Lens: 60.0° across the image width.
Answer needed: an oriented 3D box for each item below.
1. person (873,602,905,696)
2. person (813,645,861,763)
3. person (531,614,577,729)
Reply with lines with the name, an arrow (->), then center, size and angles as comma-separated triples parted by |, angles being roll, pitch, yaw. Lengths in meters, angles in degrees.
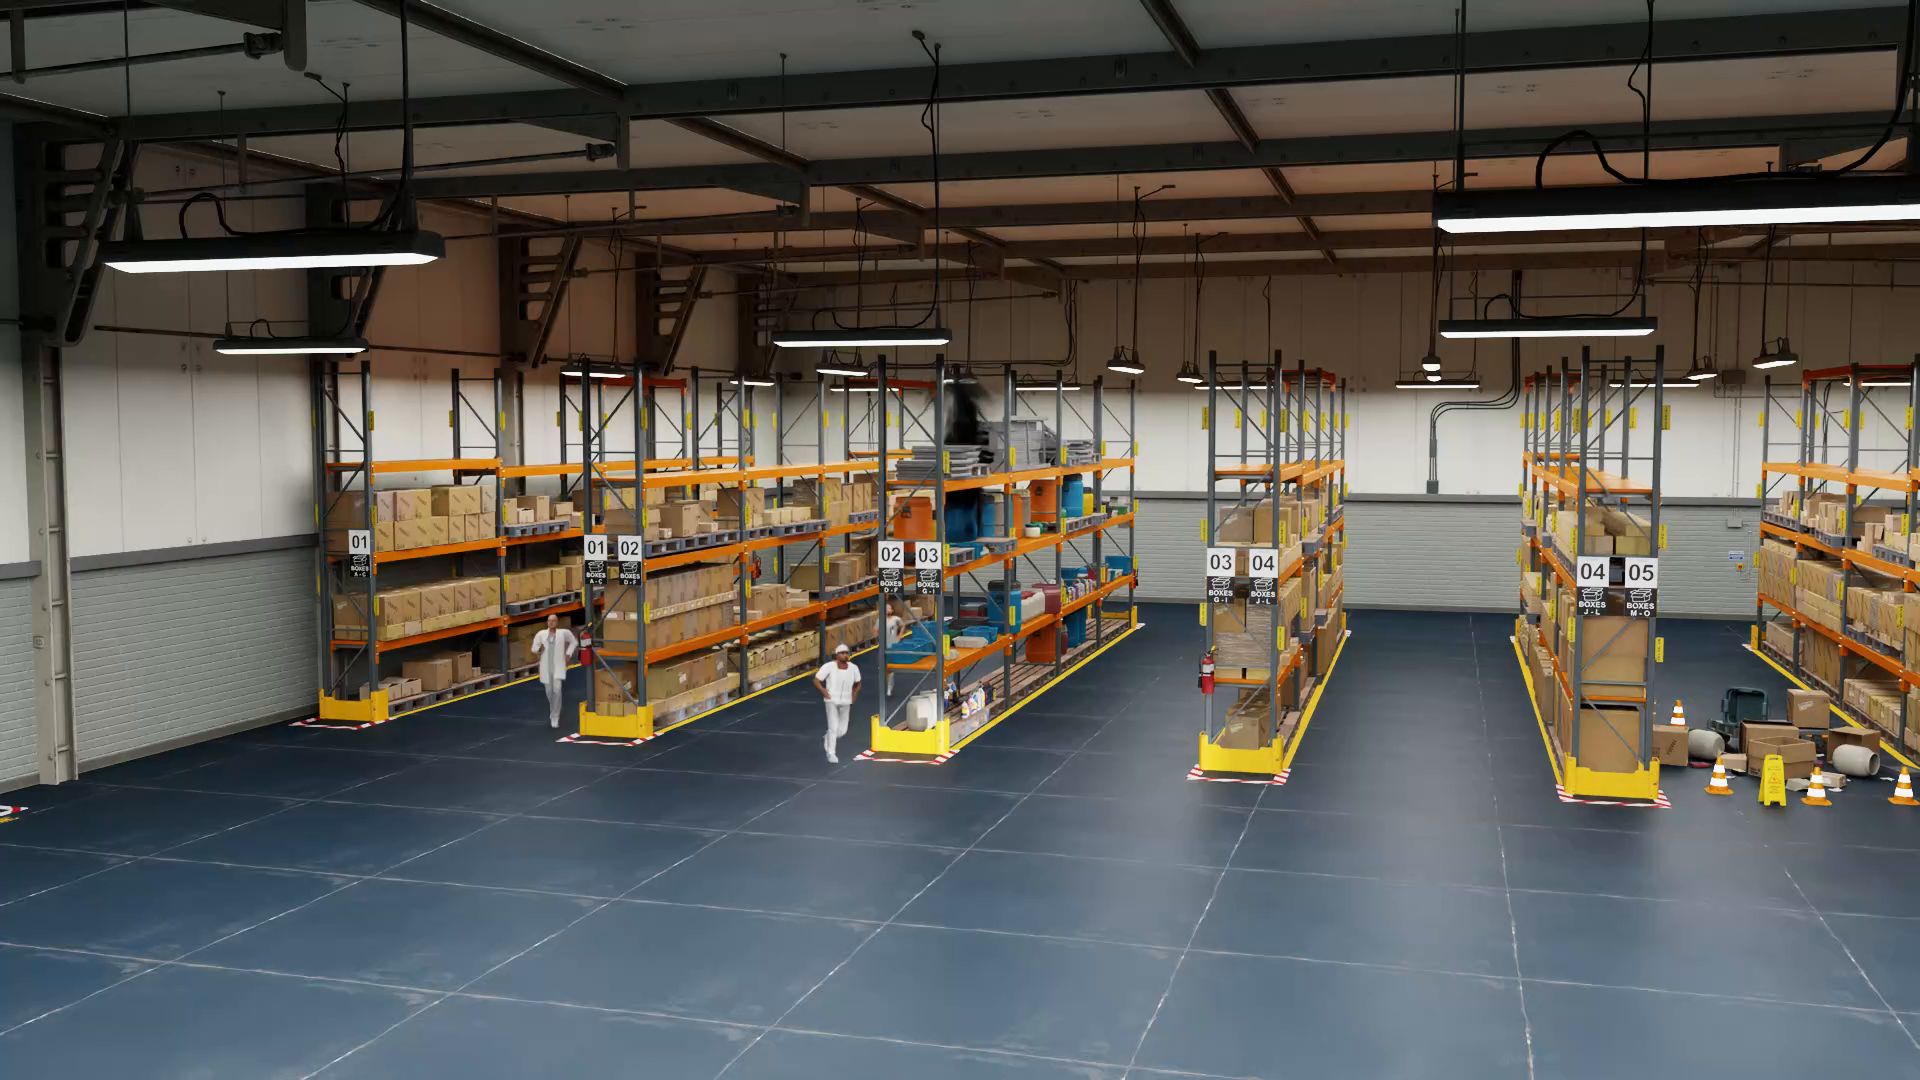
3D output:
person -> -1.316, 1.964, 30.438 | 0.570, 1.655, 0.950 | 0, 4, 5
person -> -1.813, 2.395, 24.684 | 0.738, 1.716, 0.646 | -2, 4, -21
person -> -6.716, 2.140, 27.468 | 0.692, 1.833, 0.854 | 0, 4, 0
